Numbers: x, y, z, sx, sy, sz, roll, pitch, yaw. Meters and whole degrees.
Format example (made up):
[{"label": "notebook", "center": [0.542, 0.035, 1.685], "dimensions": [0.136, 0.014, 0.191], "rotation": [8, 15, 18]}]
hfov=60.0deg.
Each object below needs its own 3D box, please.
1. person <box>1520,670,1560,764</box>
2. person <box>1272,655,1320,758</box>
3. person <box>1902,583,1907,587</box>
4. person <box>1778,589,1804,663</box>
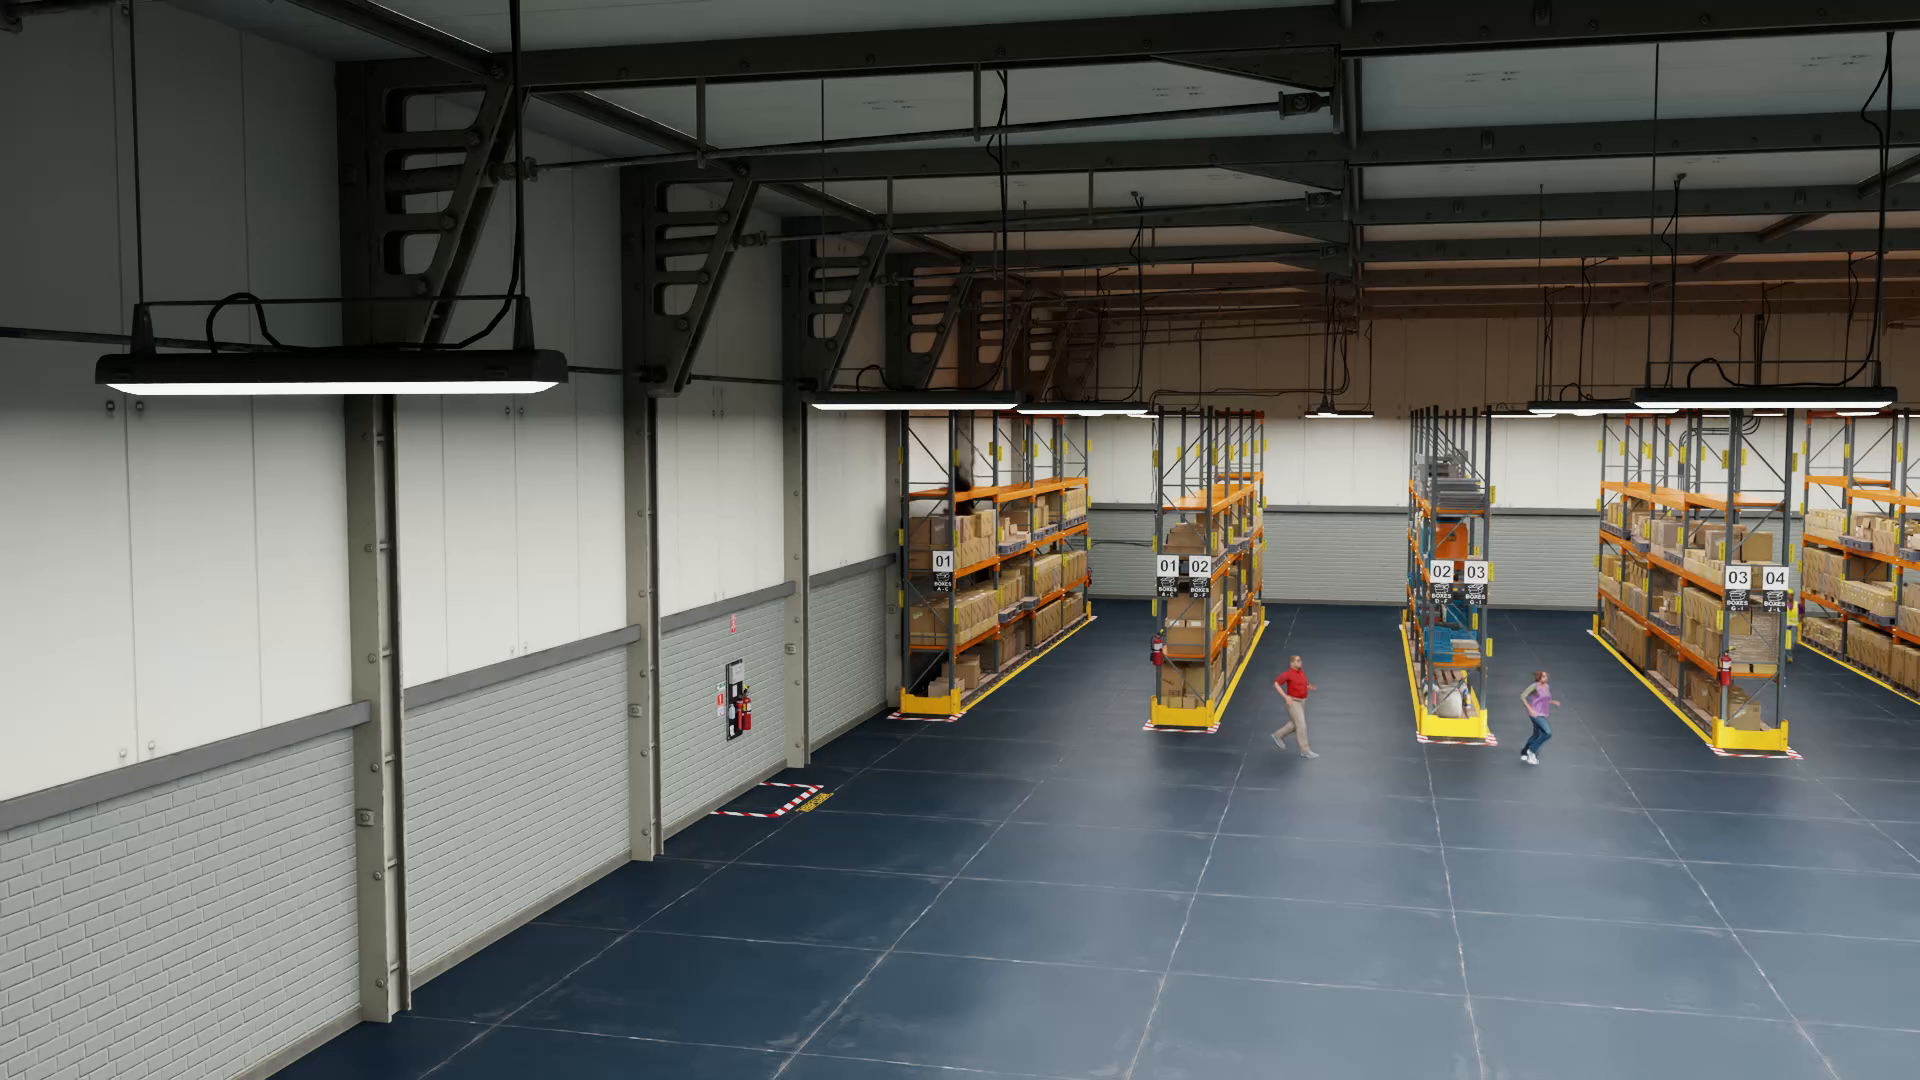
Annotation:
[{"label": "person", "center": [9.666, 2.943, 27.692], "dimensions": [0.512, 1.578, 0.631], "rotation": [-4, 5, -42]}, {"label": "person", "center": [5.718, 2.811, 28.360], "dimensions": [0.987, 1.707, 0.667], "rotation": [3, 5, 40]}, {"label": "person", "center": [23.966, 1.898, 42.275], "dimensions": [0.602, 1.634, 0.640], "rotation": [1, 4, 9]}, {"label": "person", "center": [19.690, 2.030, 39.501], "dimensions": [0.706, 1.723, 0.706], "rotation": [1, 4, 14]}]
